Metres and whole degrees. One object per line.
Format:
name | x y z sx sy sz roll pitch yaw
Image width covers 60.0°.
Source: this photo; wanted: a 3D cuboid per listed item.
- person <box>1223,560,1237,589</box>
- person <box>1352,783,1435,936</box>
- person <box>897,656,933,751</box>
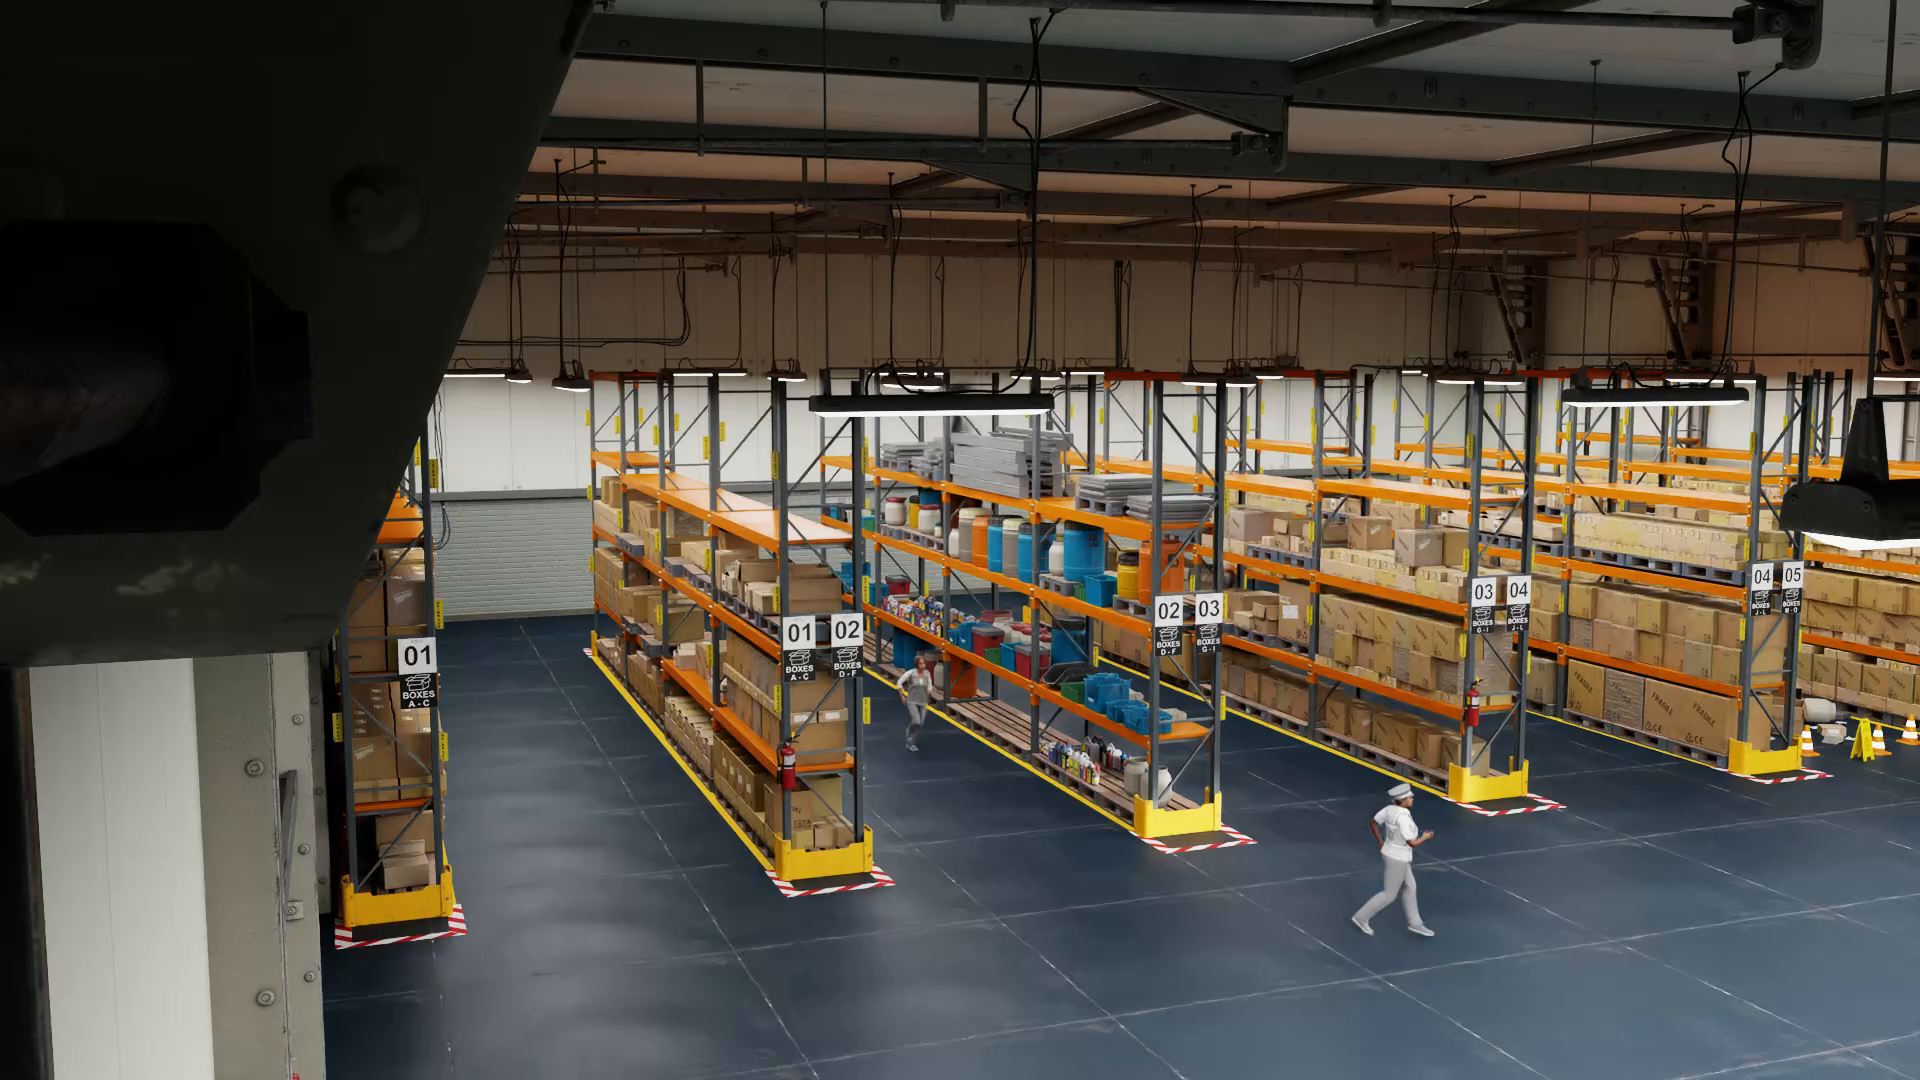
person | 5.945 1.289 37.472 0.674 1.716 0.734 -3 7 -25
person | 4.698 3.466 17.978 0.929 1.694 0.566 0 6 -1
person | -0.678 2.610 26.411 0.530 1.550 0.608 -3 7 -26
